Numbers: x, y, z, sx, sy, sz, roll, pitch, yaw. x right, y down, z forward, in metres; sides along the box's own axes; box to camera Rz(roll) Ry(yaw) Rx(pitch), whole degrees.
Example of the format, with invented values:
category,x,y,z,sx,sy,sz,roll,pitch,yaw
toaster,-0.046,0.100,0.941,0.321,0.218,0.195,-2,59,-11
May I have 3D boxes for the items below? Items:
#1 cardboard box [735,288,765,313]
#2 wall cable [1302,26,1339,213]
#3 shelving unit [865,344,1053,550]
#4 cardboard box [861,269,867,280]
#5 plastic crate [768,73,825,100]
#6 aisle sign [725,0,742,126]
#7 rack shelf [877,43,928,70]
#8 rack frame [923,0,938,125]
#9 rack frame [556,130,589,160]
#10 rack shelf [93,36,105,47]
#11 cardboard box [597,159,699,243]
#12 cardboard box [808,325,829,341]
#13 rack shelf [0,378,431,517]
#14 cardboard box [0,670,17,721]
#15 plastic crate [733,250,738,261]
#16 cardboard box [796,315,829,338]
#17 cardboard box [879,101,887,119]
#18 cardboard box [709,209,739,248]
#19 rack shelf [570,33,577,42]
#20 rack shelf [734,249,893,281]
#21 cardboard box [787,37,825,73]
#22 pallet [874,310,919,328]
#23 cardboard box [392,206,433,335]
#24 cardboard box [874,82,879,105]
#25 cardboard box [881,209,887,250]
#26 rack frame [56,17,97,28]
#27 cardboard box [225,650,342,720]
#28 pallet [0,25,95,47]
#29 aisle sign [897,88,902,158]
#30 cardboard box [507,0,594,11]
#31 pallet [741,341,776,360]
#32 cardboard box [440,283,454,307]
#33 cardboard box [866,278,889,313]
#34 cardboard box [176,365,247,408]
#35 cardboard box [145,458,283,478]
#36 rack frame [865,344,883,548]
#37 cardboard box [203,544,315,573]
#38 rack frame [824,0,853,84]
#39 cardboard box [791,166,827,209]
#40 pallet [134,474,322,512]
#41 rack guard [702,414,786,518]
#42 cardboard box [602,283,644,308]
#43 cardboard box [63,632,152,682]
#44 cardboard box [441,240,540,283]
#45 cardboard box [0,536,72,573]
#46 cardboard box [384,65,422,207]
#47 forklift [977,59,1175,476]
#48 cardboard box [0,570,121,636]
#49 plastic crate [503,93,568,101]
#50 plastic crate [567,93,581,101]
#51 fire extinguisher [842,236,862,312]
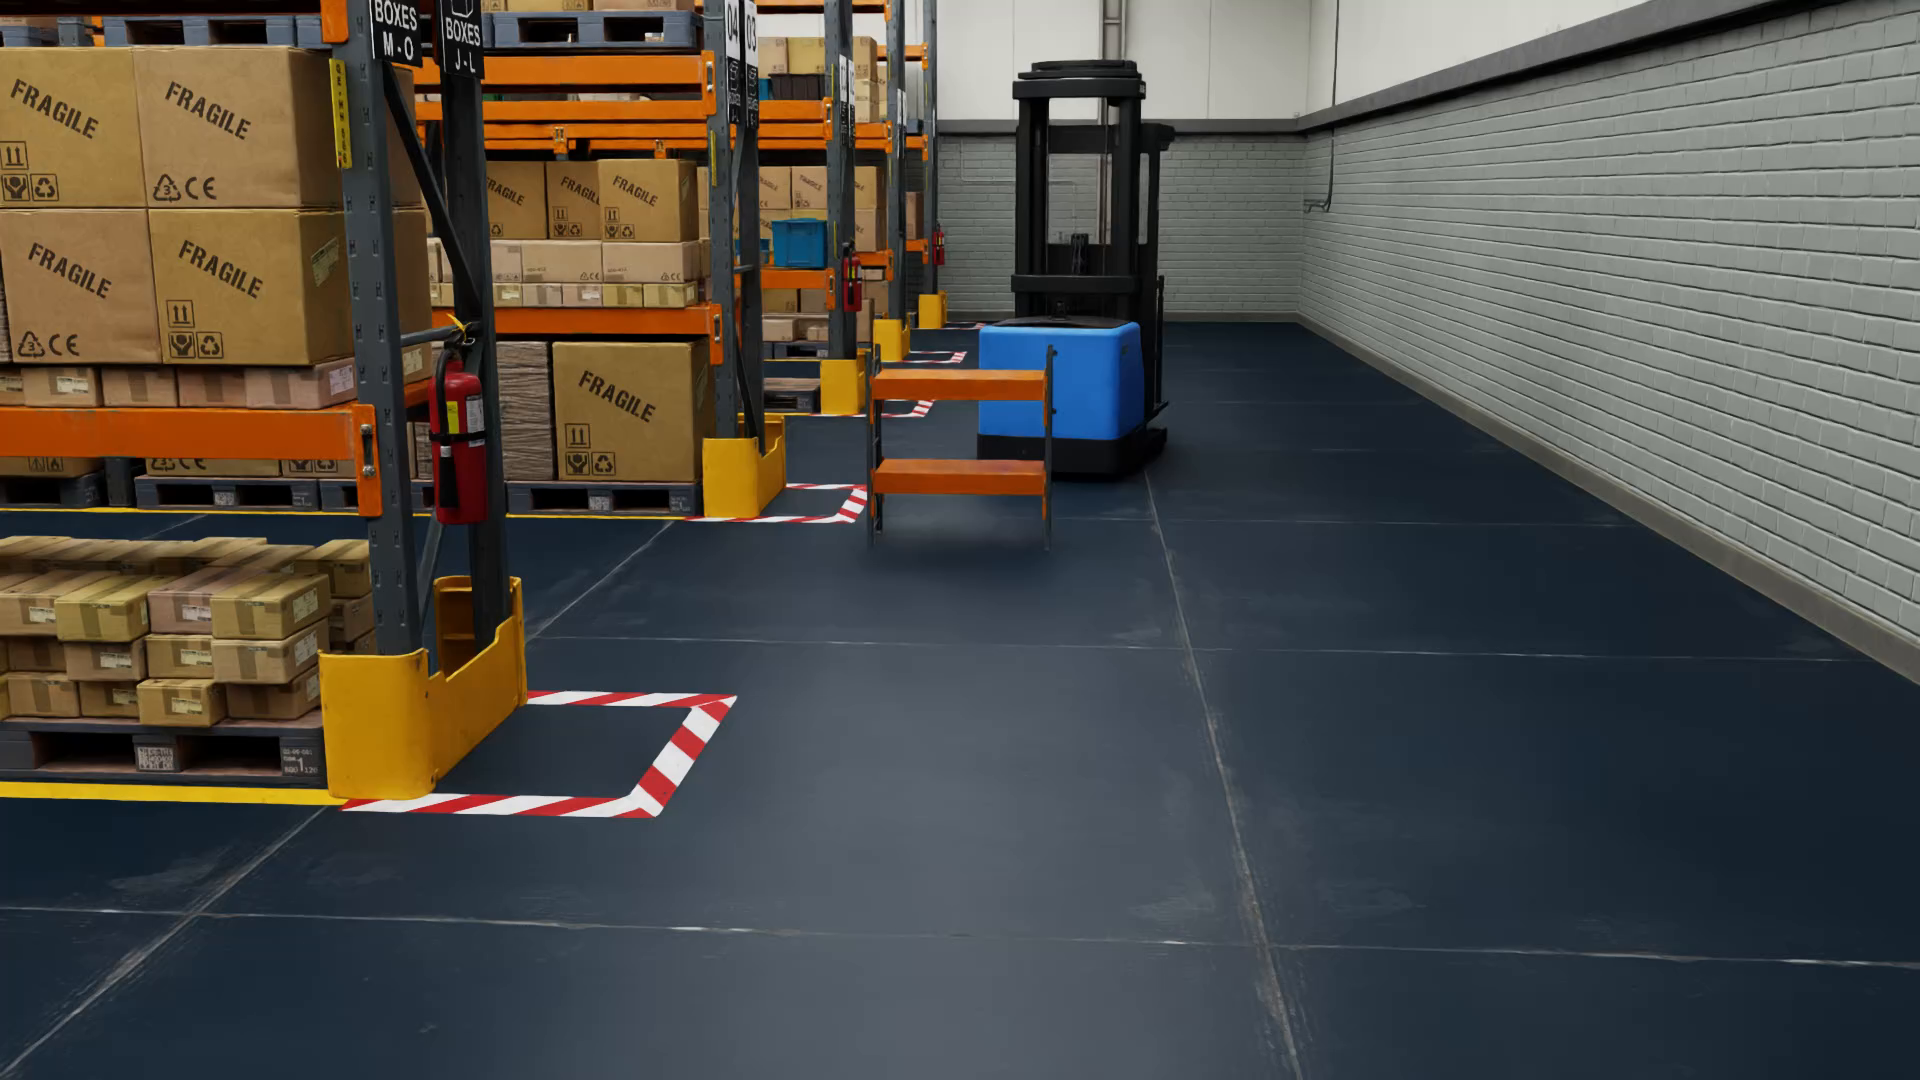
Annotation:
category,x,y,z,sx,sy,sz,roll,pitch,yaw
cardboard box,-3.190,-3.759,25.493,0.500,0.500,0.700,1,12,3
wall cable,5.180,-6.027,24.188,0.112,2.526,3.097,1,12,4
shelving unit,0.007,-0.550,9.652,1.048,1.125,0.538,1,12,4
cardboard box,-1.540,-4.018,25.145,0.250,0.149,0.380,1,12,5
plastic crate,-1.467,-4.204,15.532,0.590,0.269,0.497,1,12,4
aisle sign,-1.380,-2.936,10.127,0.004,0.787,0.394,1,12,4
rack shelf,-2.435,-7.177,24.835,4.000,0.370,1.077,1,12,4
rack frame,-0.439,-7.698,24.589,0.127,3.000,1.000,1,12,4
rack frame,-4.758,-3.804,20.627,0.127,3.000,1.000,1,12,4
rack shelf,-14.408,-7.536,25.579,4.000,0.370,1.077,1,12,4
cardboard box,-1.936,-2.118,10.374,0.500,0.500,0.500,1,12,4
cardboard box,-1.724,-2.559,20.520,0.250,0.166,0.380,1,12,4
rack shelf,-3.860,-0.389,6.058,4.000,0.370,1.077,1,12,4
cardboard box,-3.431,0.516,5.911,0.250,0.149,0.380,0,12,1
plastic crate,-2.215,-2.619,15.459,0.243,0.136,0.396,1,12,4
cardboard box,-1.789,-2.691,20.947,0.500,0.250,0.500,1,12,4
cardboard box,-1.188,-6.366,24.647,0.500,0.250,0.500,1,12,5
cardboard box,-2.750,-3.770,20.220,0.500,0.500,0.500,1,12,3
rack shelf,-6.753,-6.220,20.258,4.000,0.370,1.077,1,12,4
rack shelf,-2.762,-3.425,20.570,4.000,0.370,1.077,1,12,4
cardboard box,-1.773,-5.784,20.079,0.500,0.500,0.700,1,12,4
pallet,-1.242,-3.391,25.465,1.213,0.211,1.003,1,12,4
cardboard box,-2.294,-0.971,6.112,0.500,0.500,0.500,1,12,6
cardboard box,-1.262,-5.449,20.310,0.500,0.250,0.500,1,12,4
cardboard box,-1.192,-3.858,20.642,0.500,0.500,0.500,1,12,5
rack frame,-5.423,-4.717,10.338,0.127,3.000,1.000,1,12,4
cardboard box,-2.404,0.512,5.933,0.250,0.149,0.380,1,12,5
pallet,-6.341,-3.157,10.677,1.217,0.209,0.805,0,12,1
aisle sign,-0.719,-4.958,19.796,0.004,0.787,0.394,1,12,4
cardboard box,-2.508,-3.526,10.457,0.500,0.500,0.700,0,12,2
pallet,-2.852,-2.413,20.790,1.213,0.211,1.003,1,12,4
cardboard box,-3.087,-1.557,10.500,0.250,0.149,0.380,1,12,4
cardboard box,-1.144,-3.732,25.365,0.500,0.500,0.700,1,12,4
cardboard box,-2.454,-0.548,5.678,0.250,0.149,0.380,1,12,4
cardboard box,-4.770,-0.920,11.006,0.875,0.875,0.875,1,12,4
rack frame,-0.500,-0.557,9.686,0.032,1.125,0.500,1,12,4
cardboard box,-2.648,0.129,6.308,0.250,0.149,0.380,1,12,5
rack frame,-1.101,-5.674,14.914,0.127,3.000,1.000,1,12,4
cardboard box,-1.733,-4.244,20.046,0.500,0.500,0.500,1,12,5
pallet,-4.670,-0.389,11.112,1.213,0.211,1.003,1,12,4
rack guard,-1.408,-0.502,10.945,0.348,0.500,1.175,1,12,4
cardboard box,-2.069,-1.543,10.434,0.250,0.149,0.380,1,12,4
cardboard box,-2.929,0.375,5.860,0.250,0.149,0.380,0,12,1
cardboard box,-2.947,-1.764,10.515,0.500,0.250,0.500,0,12,2
cardboard box,-3.679,0.094,6.474,0.250,0.149,0.380,1,12,5
cardboard box,-2.295,-1.458,5.999,0.500,0.500,0.500,1,12,3
forklift,1.027,-2.148,12.876,1.130,2.935,3.031,3,12,16
cardboard box,-3.177,0.220,5.873,0.250,0.149,0.380,0,12,1
plastic crate,-3.871,-4.123,15.147,0.590,0.269,0.497,1,12,4
plastic crate,-3.798,-4.192,15.798,0.466,0.136,0.293,1,12,4
fire extinguisher,-0.981,-2.422,15.121,0.183,0.674,0.296,1,12,4
